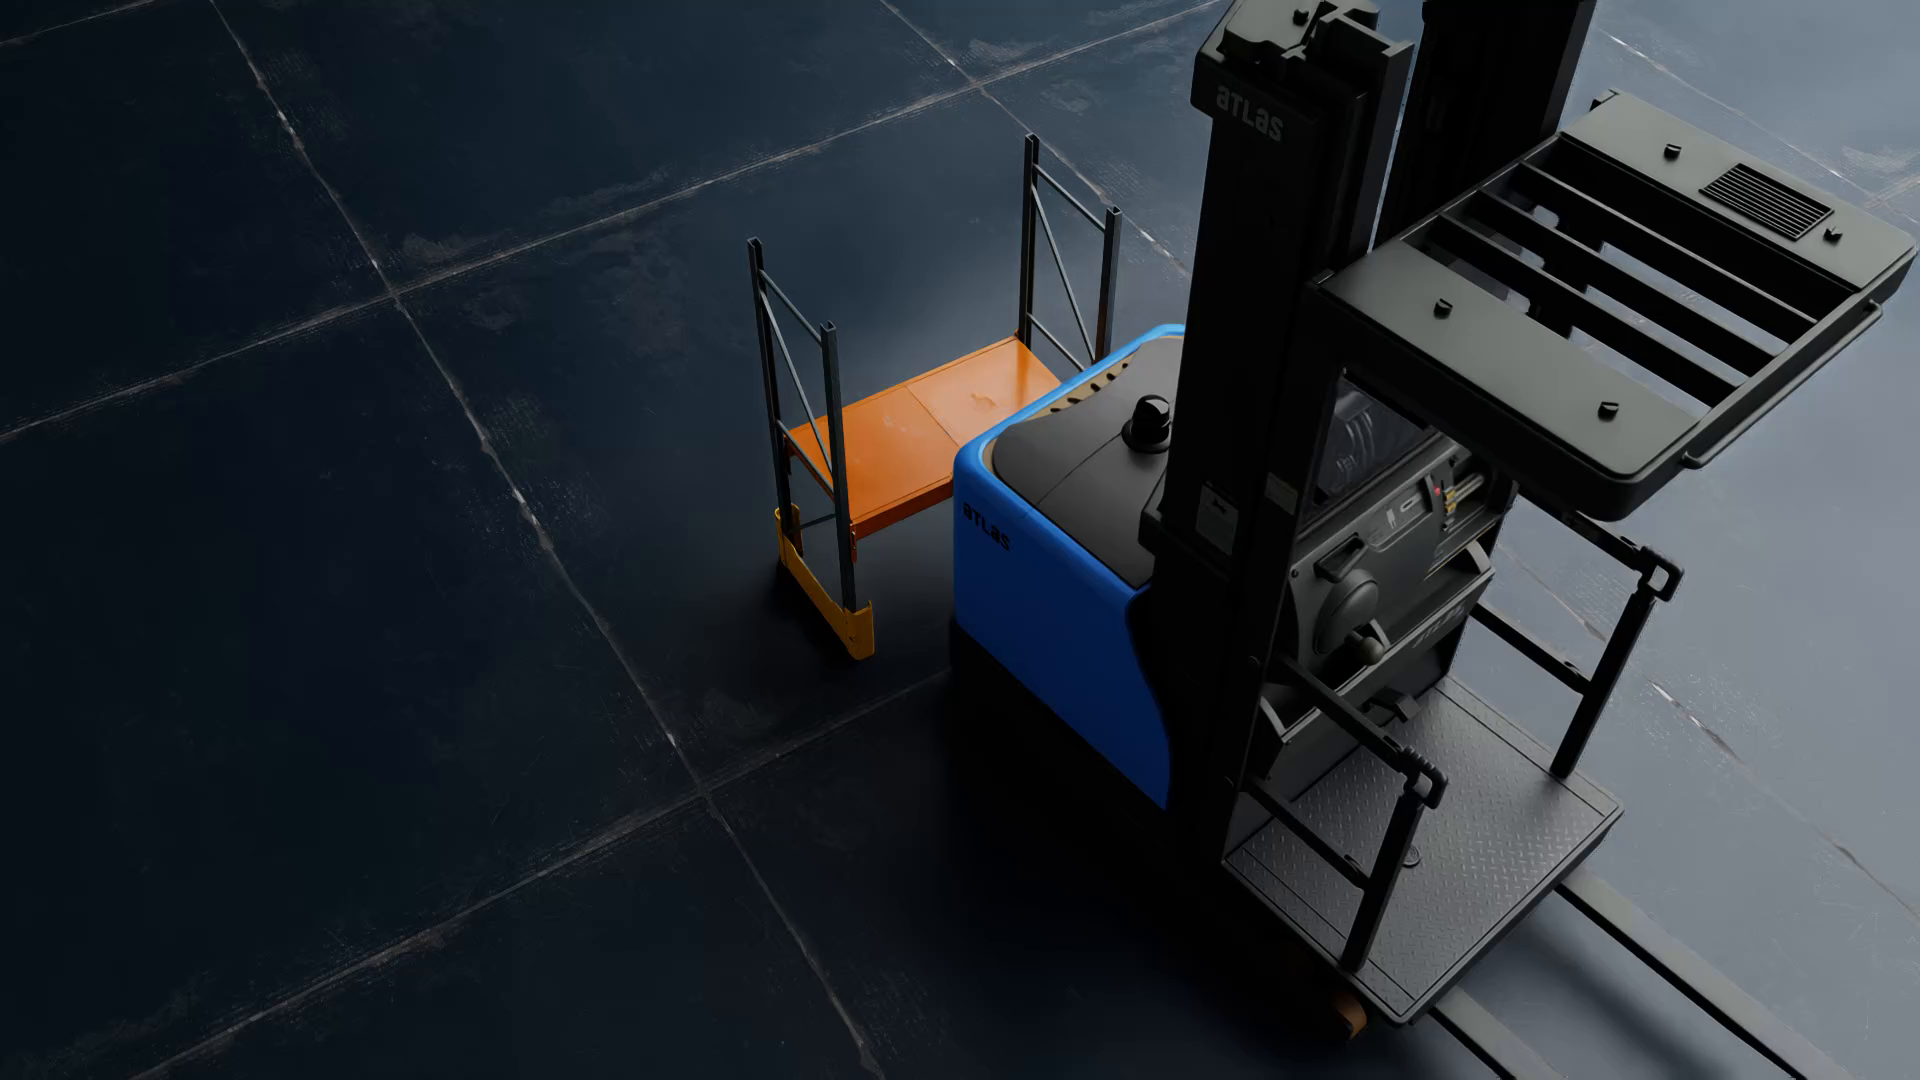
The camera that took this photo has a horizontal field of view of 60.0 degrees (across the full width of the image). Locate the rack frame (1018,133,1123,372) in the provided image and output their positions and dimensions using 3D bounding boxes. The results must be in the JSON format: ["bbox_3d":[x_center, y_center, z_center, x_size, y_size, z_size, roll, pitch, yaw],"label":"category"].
[{"bbox_3d":[0.358,-0.667,5.840,0.032,1.500,0.500,-25,53,-21],"label":"rack frame"}]

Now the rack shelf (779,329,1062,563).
[{"bbox_3d":[-0.072,-0.345,5.794,1.000,0.185,0.538,-25,53,-21],"label":"rack shelf"}]

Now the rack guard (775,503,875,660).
[{"bbox_3d":[-0.486,0.146,5.953,0.087,0.250,0.587,-25,53,-21],"label":"rack guard"}]

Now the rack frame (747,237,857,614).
[{"bbox_3d":[-0.502,-0.262,5.479,0.032,1.500,0.500,-25,53,-21],"label":"rack frame"}]

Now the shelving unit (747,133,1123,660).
[{"bbox_3d":[-0.064,-0.468,5.663,1.083,1.500,0.587,-25,53,-21],"label":"shelving unit"}]

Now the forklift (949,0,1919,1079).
[{"bbox_3d":[1.309,0.069,4.226,1.130,2.935,3.031,-33,56,-26],"label":"forklift"}]
